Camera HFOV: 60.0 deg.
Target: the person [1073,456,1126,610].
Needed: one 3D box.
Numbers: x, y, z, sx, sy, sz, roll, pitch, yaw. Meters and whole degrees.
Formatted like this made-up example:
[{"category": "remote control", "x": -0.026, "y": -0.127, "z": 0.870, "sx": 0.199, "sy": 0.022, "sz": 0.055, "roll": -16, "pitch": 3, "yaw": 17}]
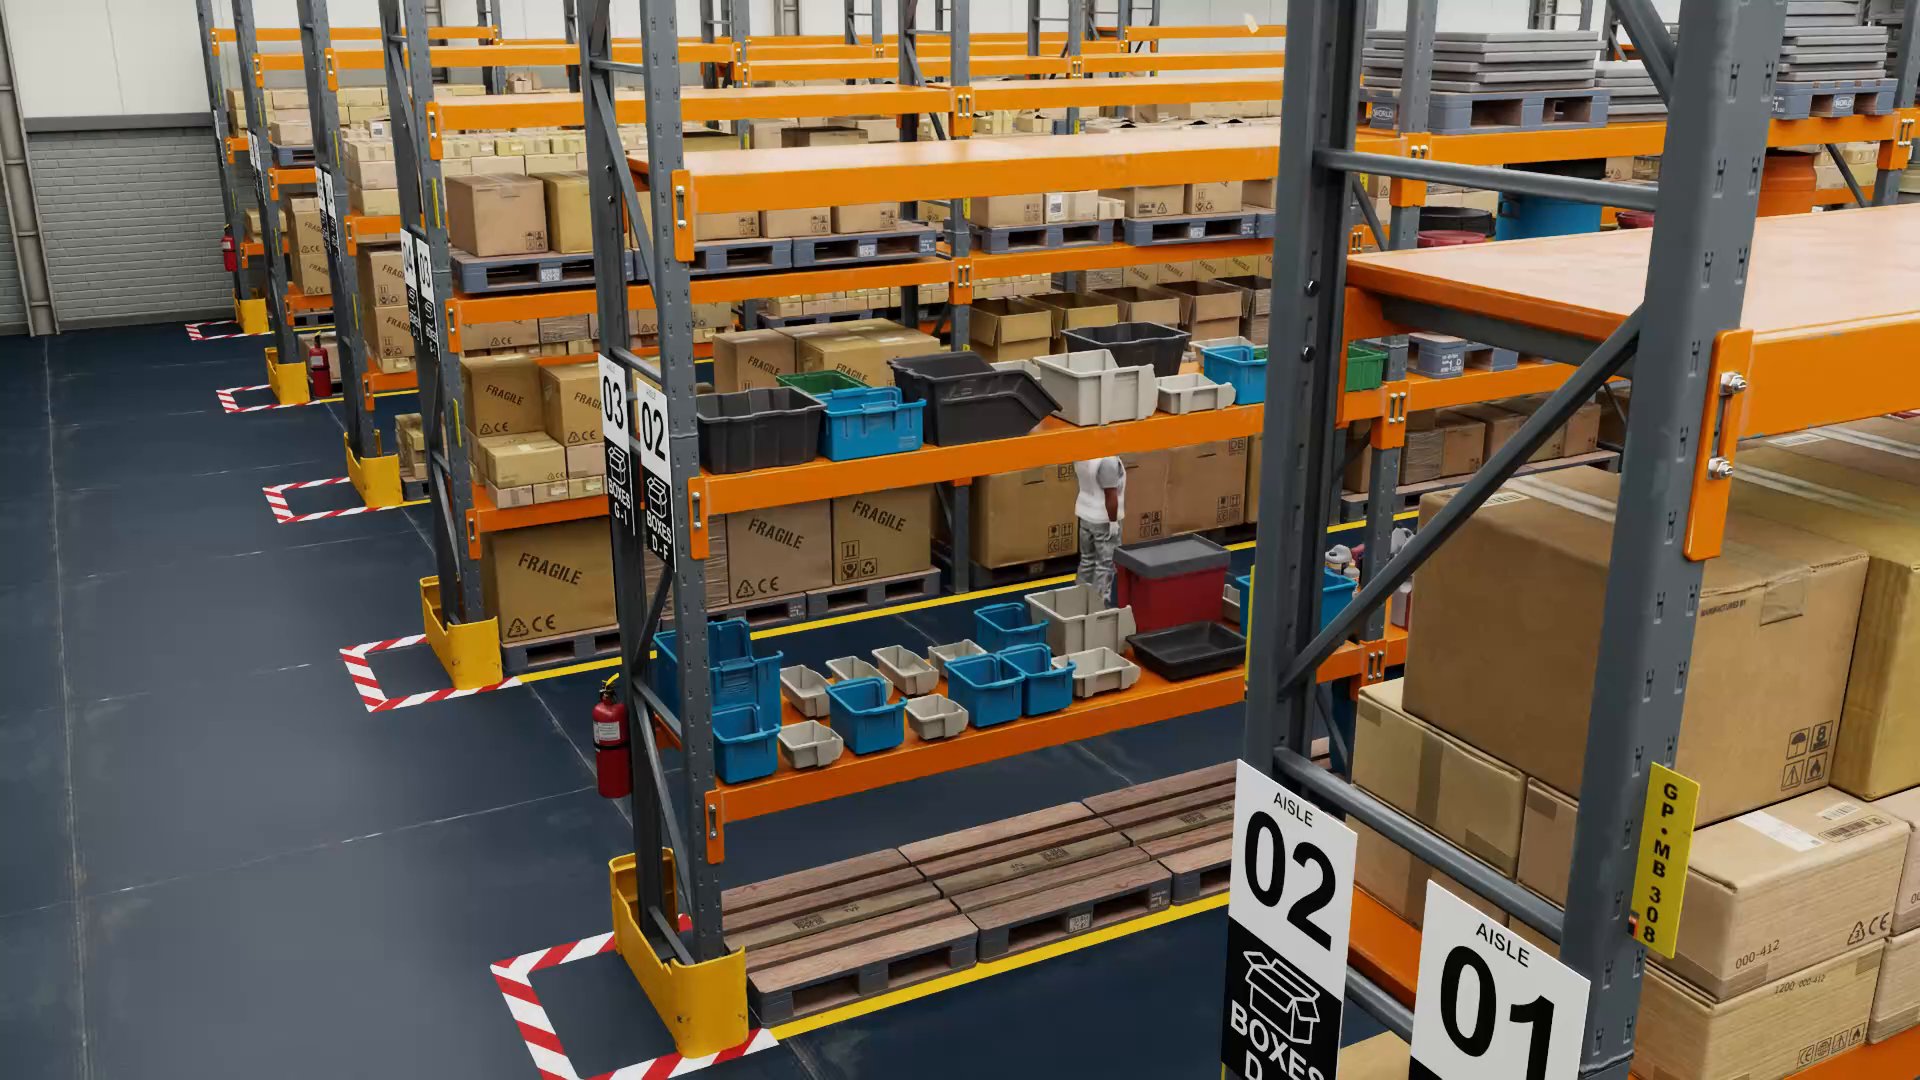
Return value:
[{"category": "person", "x": 1.103, "y": -0.180, "z": 13.063, "sx": 0.378, "sy": 1.787, "sz": 0.548, "roll": -9, "pitch": 20, "yaw": -26}]
